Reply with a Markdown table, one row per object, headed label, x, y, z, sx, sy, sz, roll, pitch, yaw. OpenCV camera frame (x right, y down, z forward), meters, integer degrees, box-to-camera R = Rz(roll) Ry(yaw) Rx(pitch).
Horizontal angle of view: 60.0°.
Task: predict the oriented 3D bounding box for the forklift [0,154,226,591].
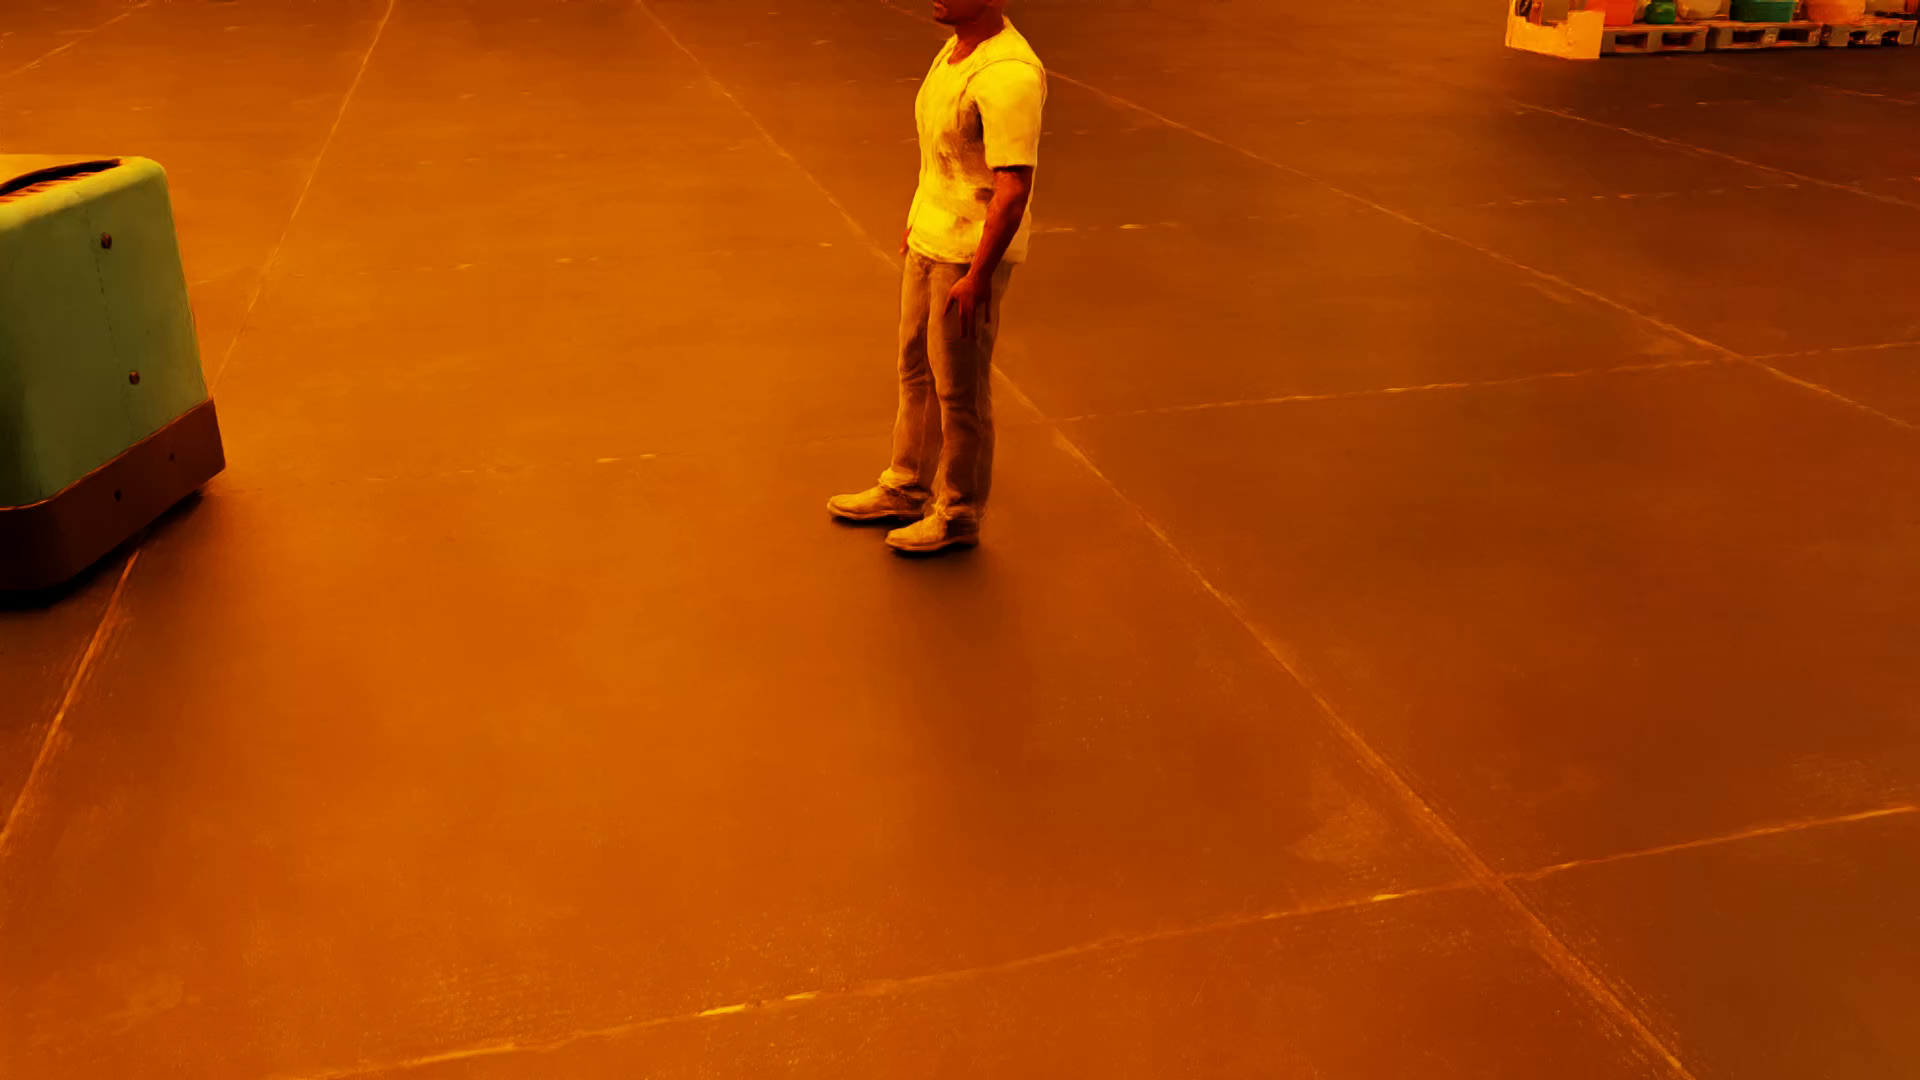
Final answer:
| label | x | y | z | sx | sy | sz | roll | pitch | yaw |
| --- | --- | --- | --- | --- | --- | --- | --- | --- | --- |
| forklift | -3.941 | -1.395 | 4.587 | 3.031 | 2.935 | 1.130 | 2 | 23 | 4 |

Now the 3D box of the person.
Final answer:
| label | x | y | z | sx | sy | sz | roll | pitch | yaw |
| --- | --- | --- | --- | --- | --- | --- | --- | --- | --- |
| person | -0.069 | -0.814 | 4.692 | 0.576 | 1.766 | 0.665 | -6 | 24 | -14 |
